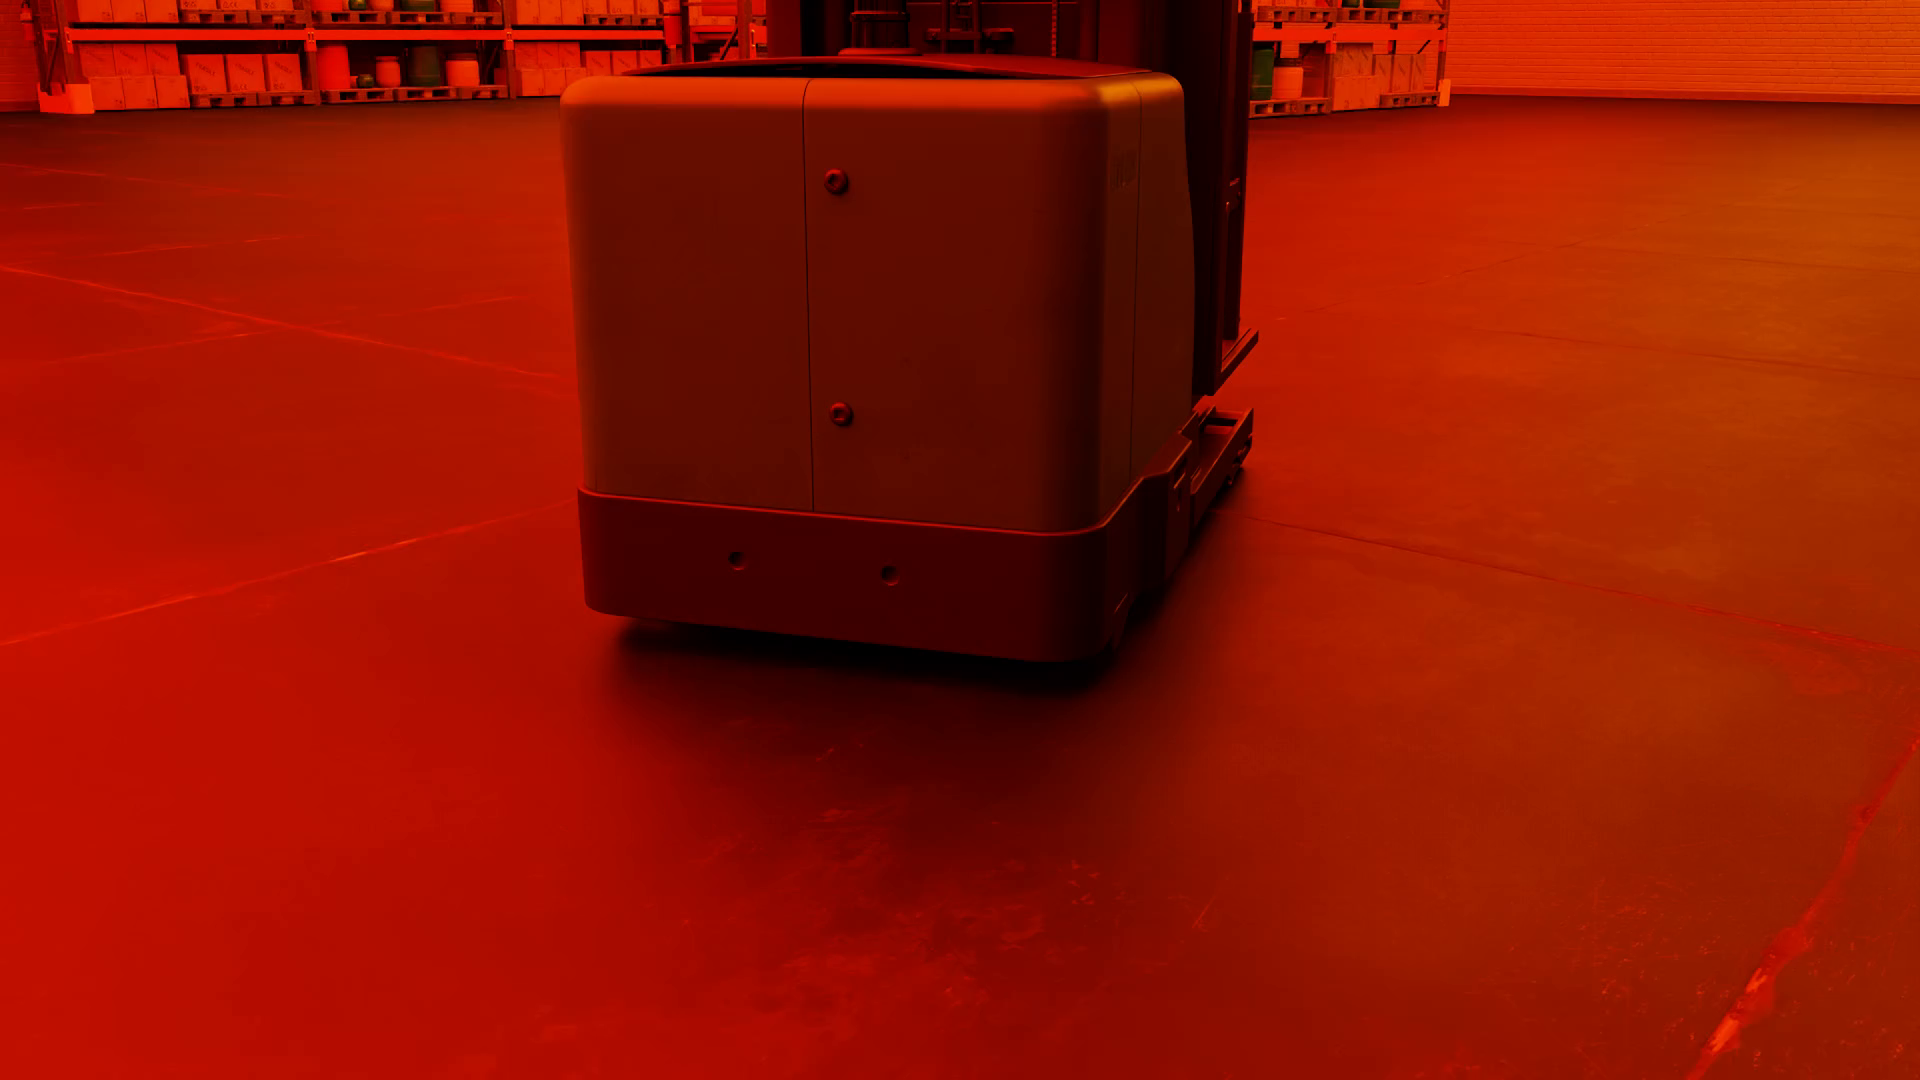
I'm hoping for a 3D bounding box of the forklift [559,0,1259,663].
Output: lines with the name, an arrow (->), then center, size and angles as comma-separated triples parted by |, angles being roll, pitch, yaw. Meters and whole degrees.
forklift -> 0.182, -1.571, 4.072 | 1.130, 2.935, 3.031 | 5, 18, 17
